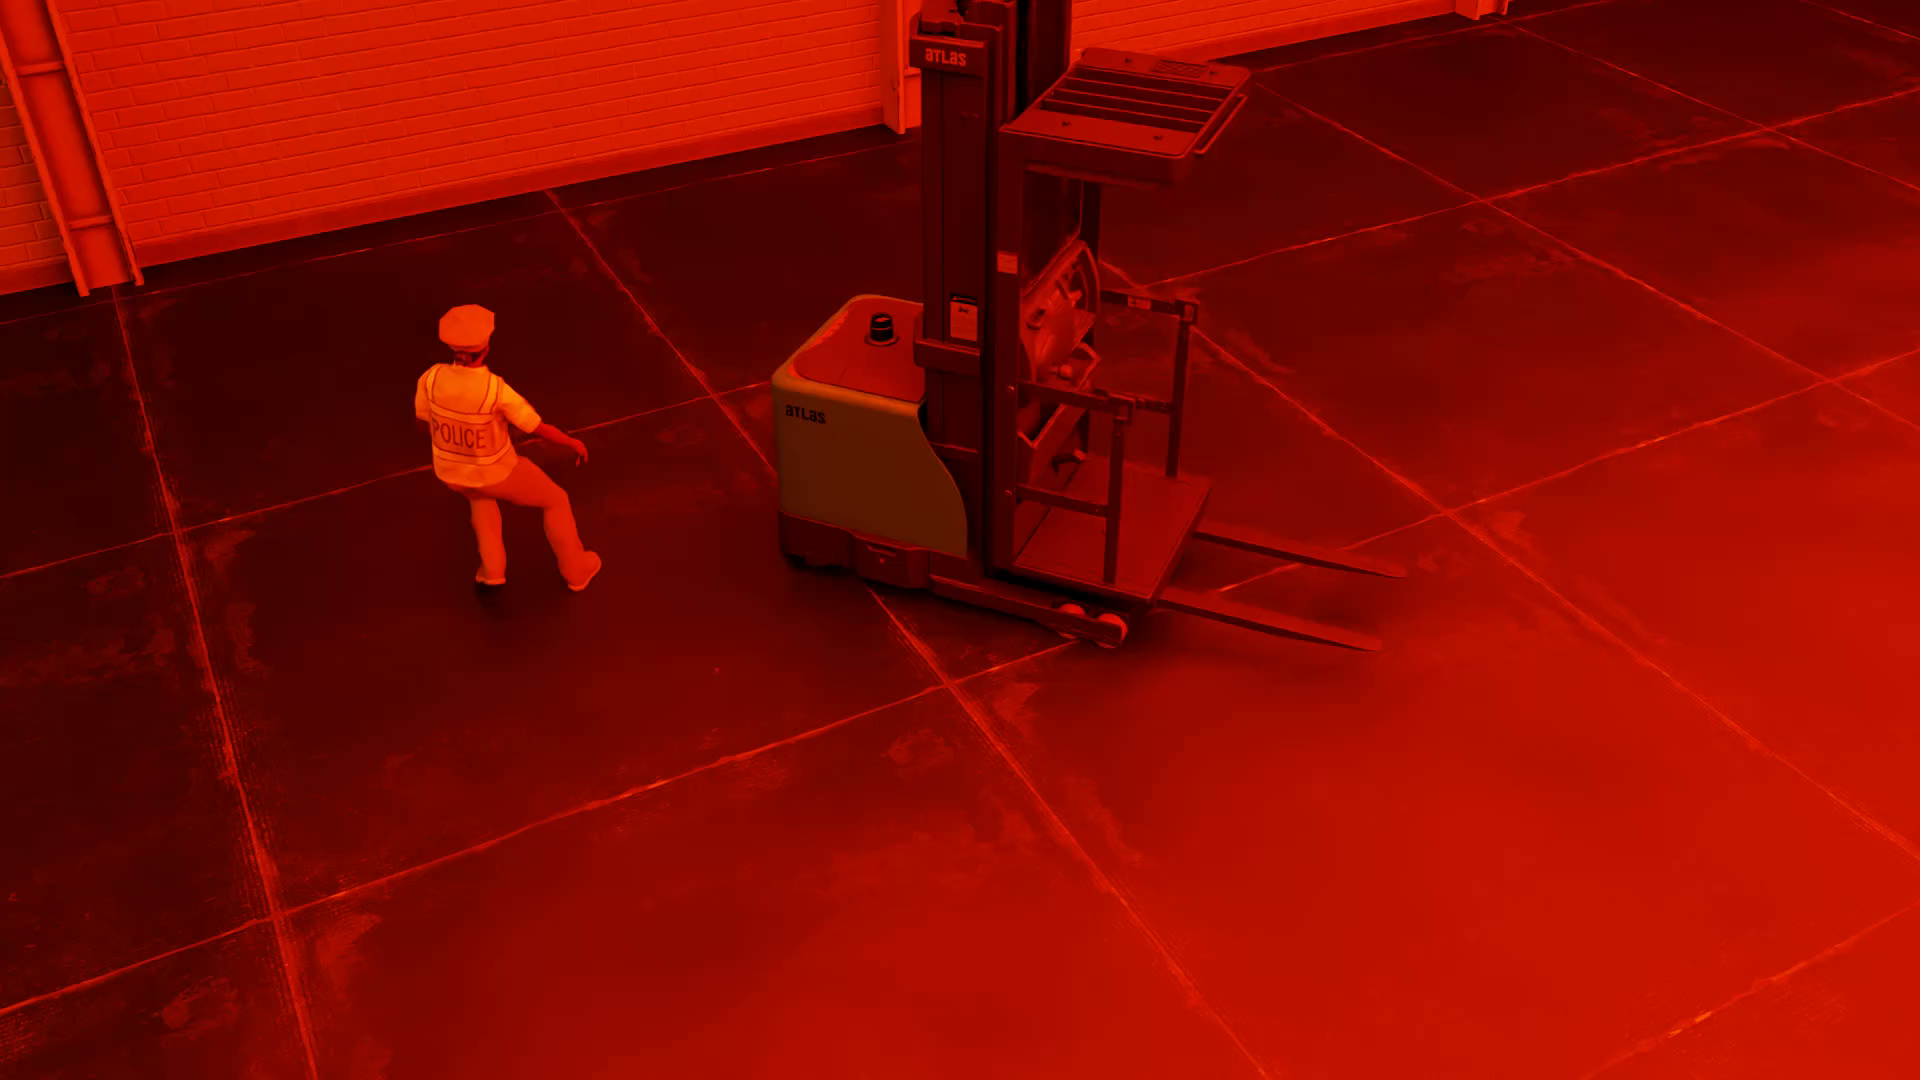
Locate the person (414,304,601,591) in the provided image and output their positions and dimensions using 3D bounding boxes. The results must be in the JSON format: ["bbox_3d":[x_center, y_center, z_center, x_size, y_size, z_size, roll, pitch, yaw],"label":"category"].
[{"bbox_3d":[-2.159,-0.414,7.870,0.700,1.582,0.573,6,36,8],"label":"person"}]

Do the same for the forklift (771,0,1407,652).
[{"bbox_3d":[0.647,-1.029,7.579,3.031,2.935,1.130,14,38,19],"label":"forklift"}]
